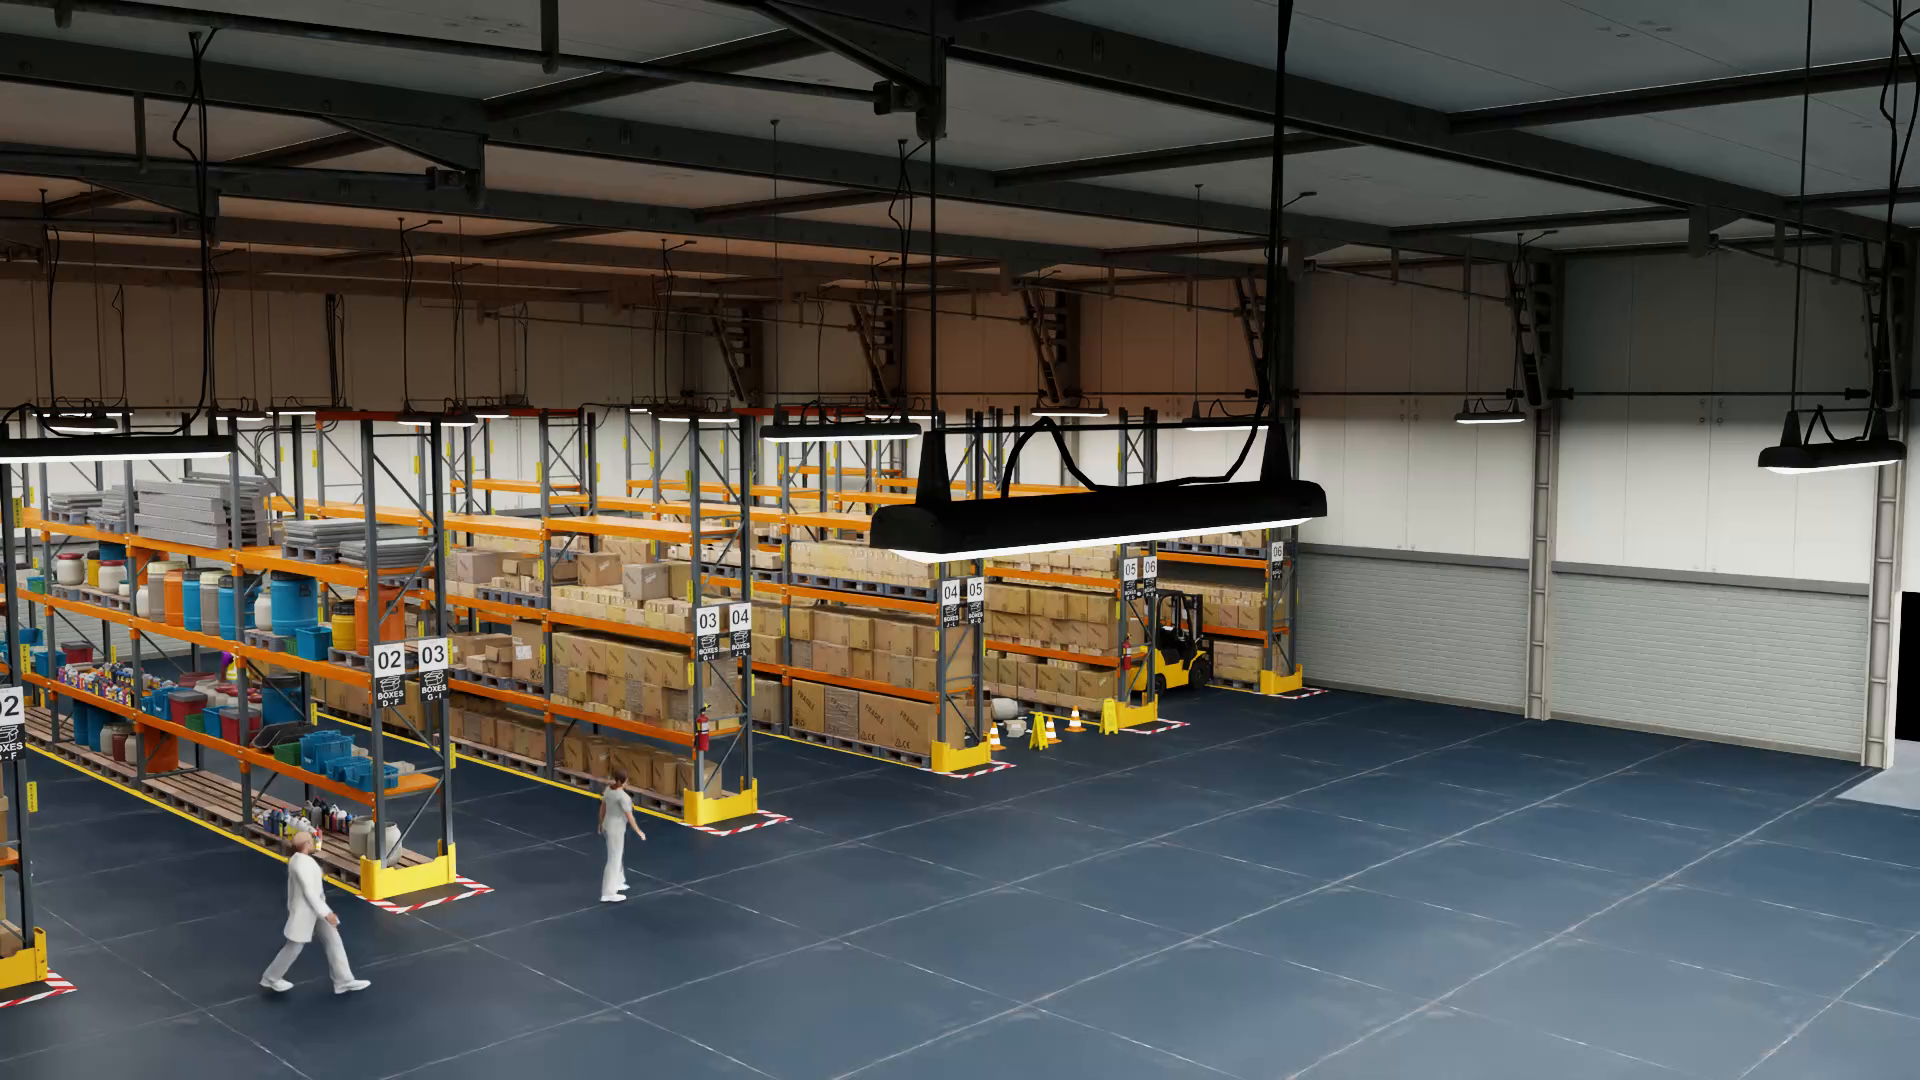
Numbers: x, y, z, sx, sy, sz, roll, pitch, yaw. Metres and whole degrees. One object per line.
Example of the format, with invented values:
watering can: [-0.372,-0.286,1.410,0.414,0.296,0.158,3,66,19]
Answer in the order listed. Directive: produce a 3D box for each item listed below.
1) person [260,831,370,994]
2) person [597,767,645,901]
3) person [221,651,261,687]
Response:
person: [-6.815,3.919,17.470,1.127,1.731,0.521,1,5,12]
person: [-4.315,3.672,20.906,0.579,1.681,0.595,-4,6,-36]
person: [-13.802,2.651,31.875,1.031,1.726,0.702,5,7,42]
